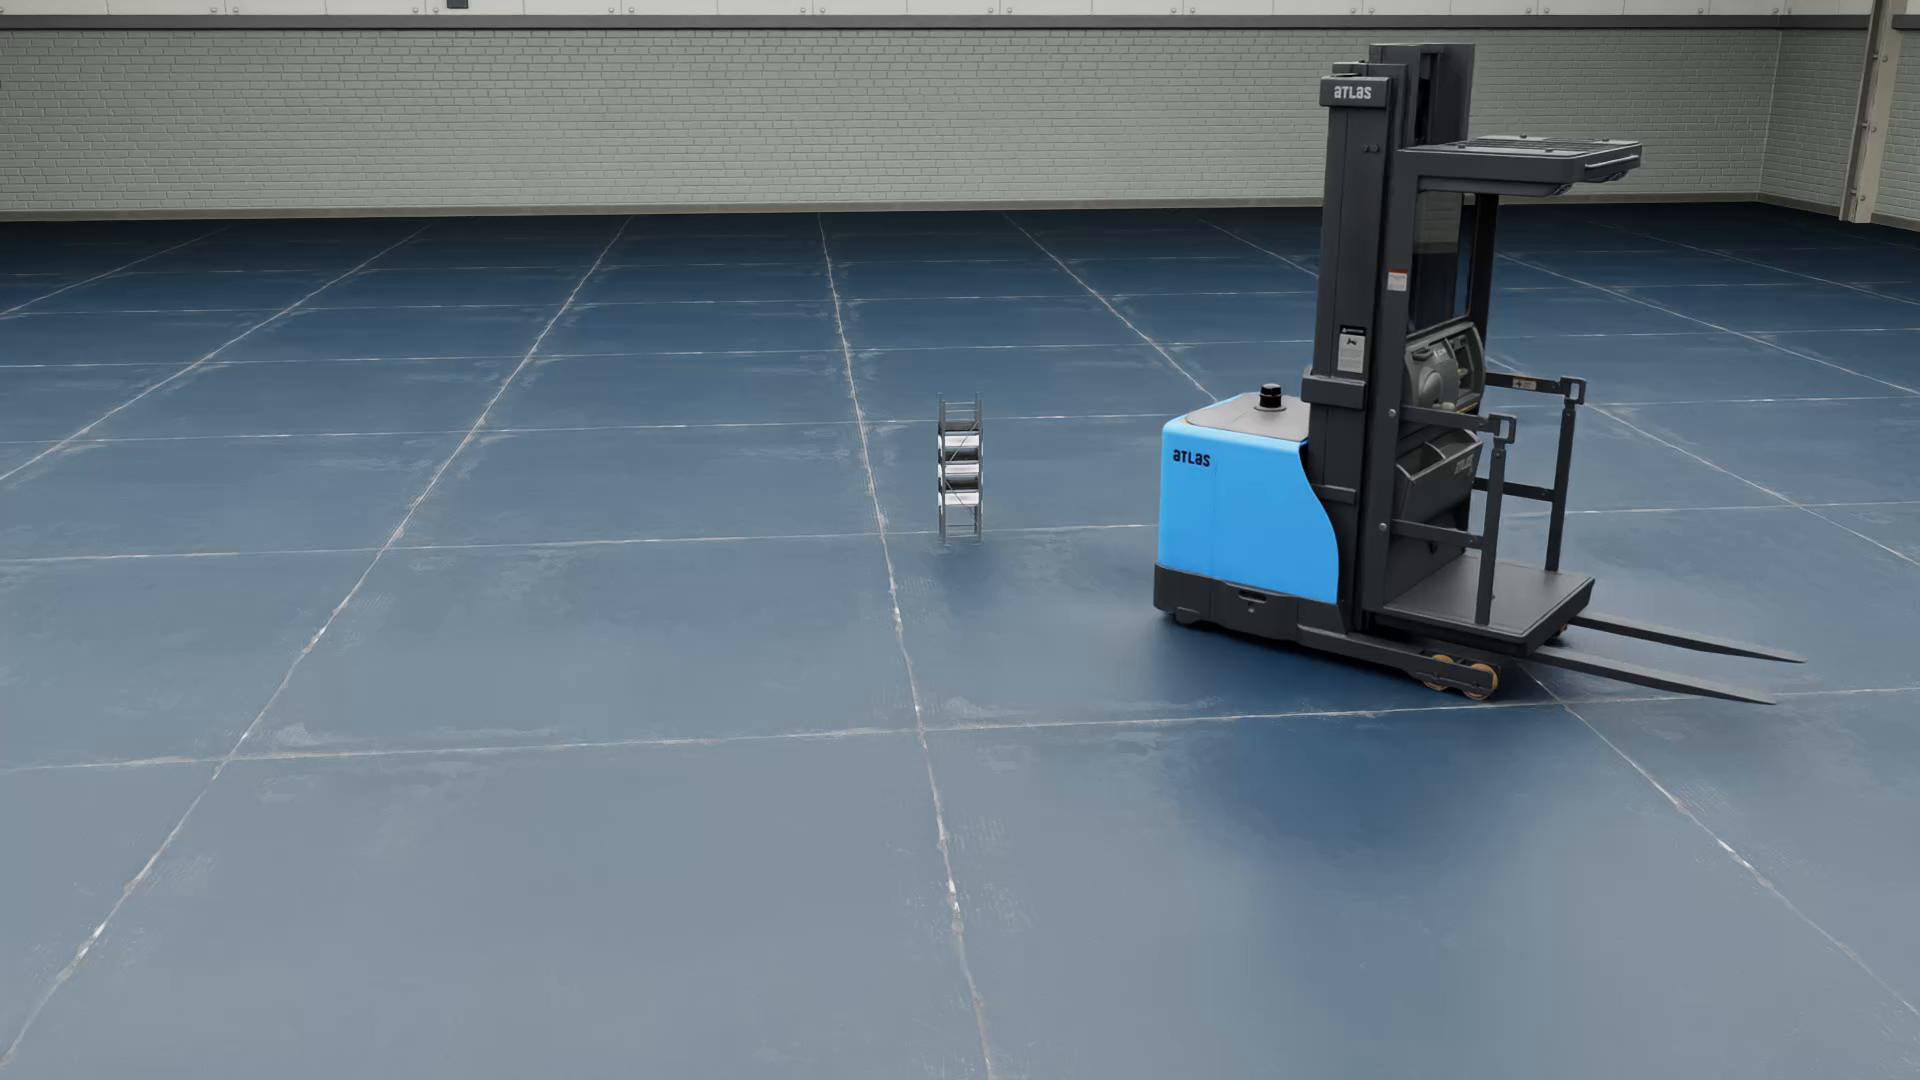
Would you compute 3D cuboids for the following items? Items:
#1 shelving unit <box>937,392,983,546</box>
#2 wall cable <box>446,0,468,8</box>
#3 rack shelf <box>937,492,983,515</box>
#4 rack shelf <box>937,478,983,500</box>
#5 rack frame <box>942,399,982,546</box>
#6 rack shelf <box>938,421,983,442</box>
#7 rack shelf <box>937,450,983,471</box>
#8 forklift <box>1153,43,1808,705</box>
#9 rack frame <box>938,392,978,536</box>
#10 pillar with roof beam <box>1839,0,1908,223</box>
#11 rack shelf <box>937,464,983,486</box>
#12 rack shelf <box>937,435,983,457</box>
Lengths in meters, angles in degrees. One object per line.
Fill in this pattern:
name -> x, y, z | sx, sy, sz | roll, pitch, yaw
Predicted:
shelving unit -> 0.001, -0.427, 10.035 | 0.258, 0.900, 0.210 | -2, 18, -6
wall cable -> -6.807, -11.159, 25.021 | 2.305, 6.003, 0.169 | -2, 18, -6
rack shelf -> 0.001, -0.223, 10.098 | 0.258, 0.077, 0.200 | -2, 18, -6
rack shelf -> 0.001, -0.309, 10.072 | 0.258, 0.077, 0.200 | -2, 18, -6
rack frame -> 0.011, -0.397, 9.938 | 0.240, 0.900, 0.006 | -2, 18, -6
rack shelf -> 0.001, -0.653, 9.964 | 0.258, 0.077, 0.200 | -2, 18, -6
rack shelf -> 0.001, -0.481, 10.018 | 0.258, 0.077, 0.200 | -2, 18, -6
forklift -> 2.510, -0.830, 7.926 | 3.031, 2.935, 1.130 | 13, 21, 35
rack frame -> -0.010, -0.457, 10.131 | 0.240, 0.900, 0.006 | -2, 18, -6
pillar with roof beam -> 9.787, -9.170, 24.361 | 9.100, 9.000, 0.400 | -2, 18, -6
rack shelf -> 0.001, -0.395, 10.045 | 0.258, 0.077, 0.200 | -2, 18, -6
rack shelf -> 0.001, -0.567, 9.991 | 0.258, 0.077, 0.200 | -2, 18, -6
